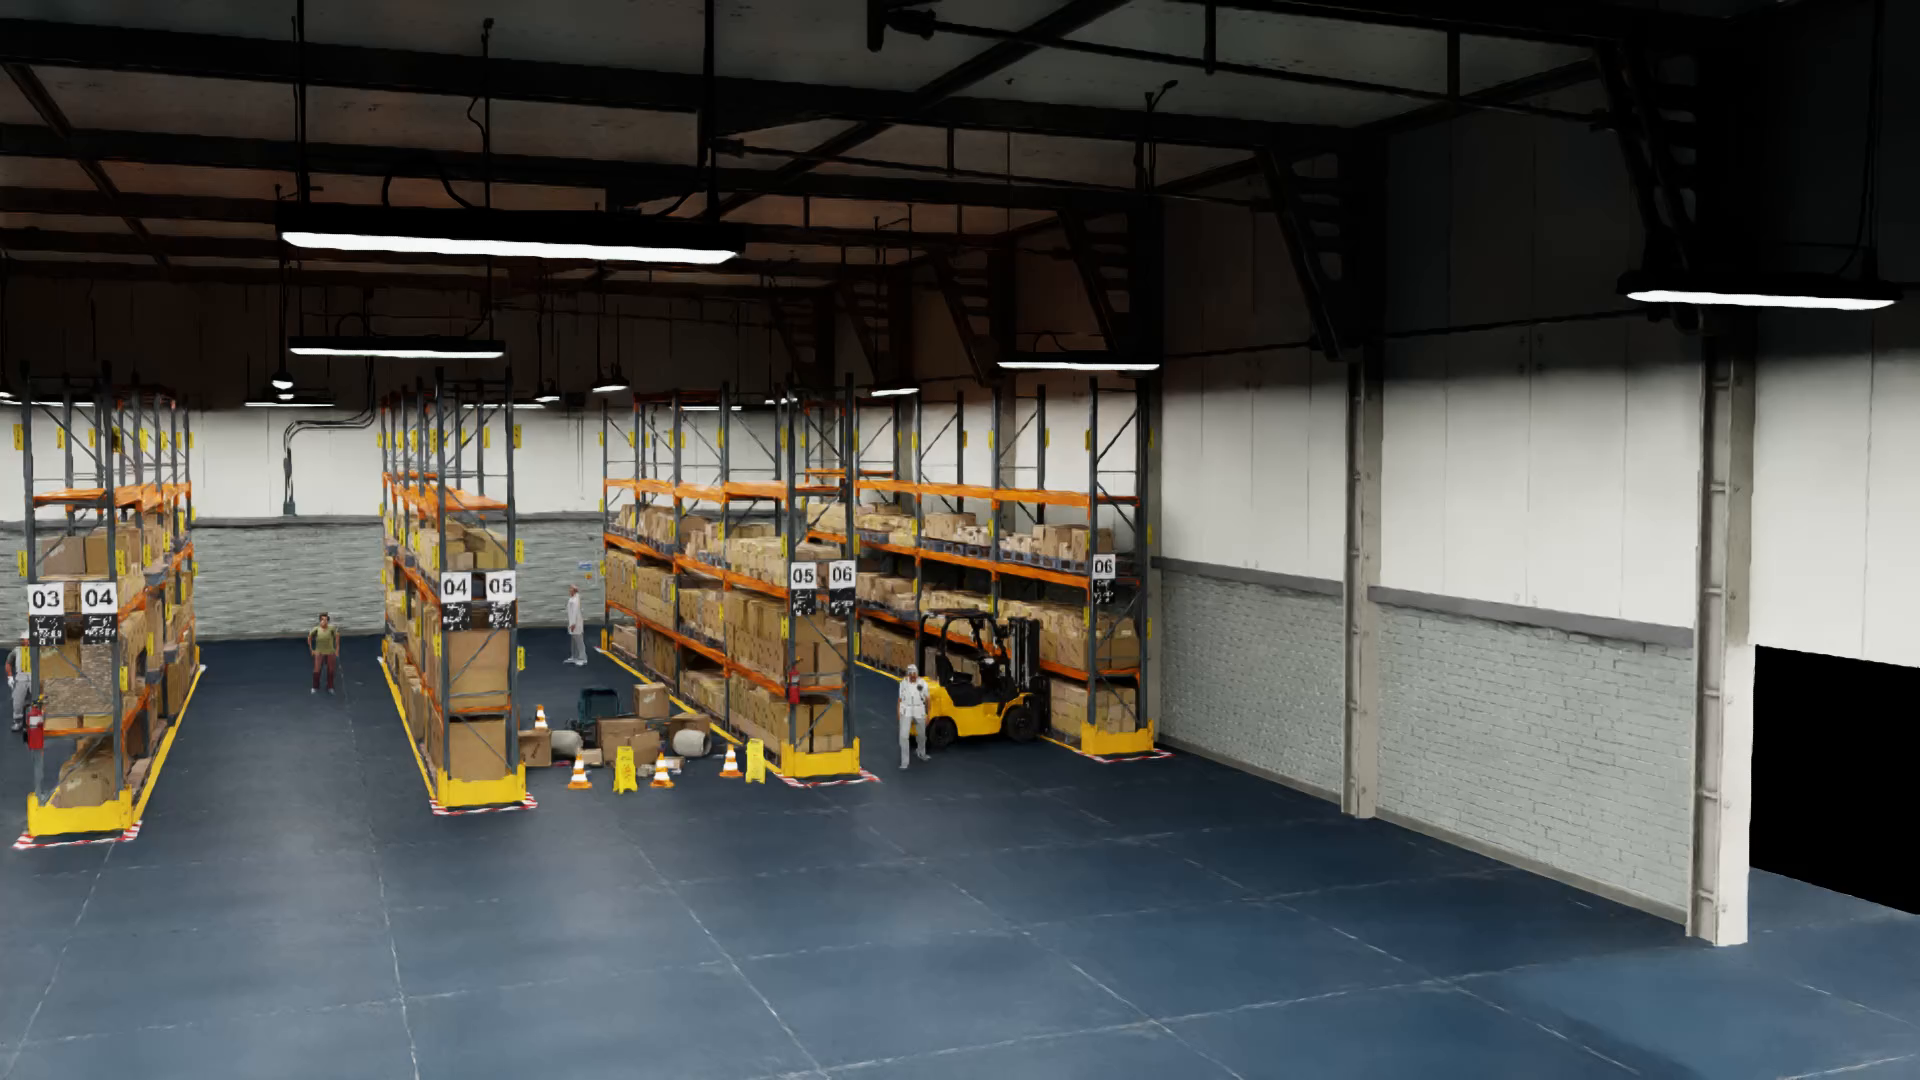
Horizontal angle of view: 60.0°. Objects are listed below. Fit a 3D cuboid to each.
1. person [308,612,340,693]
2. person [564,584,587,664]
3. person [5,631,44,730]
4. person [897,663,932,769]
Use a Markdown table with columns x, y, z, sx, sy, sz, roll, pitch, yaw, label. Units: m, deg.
| x | y | z | sx | sy | sz | roll | pitch | yaw | label |
| --- | --- | --- | --- | --- | --- | --- | --- | --- | --- |
| -12.546 | 2.227 | 32.813 | 0.598 | 1.619 | 0.507 | -2 | 4 | -24 | person |
| -8.585 | 1.870 | 37.106 | 0.515 | 1.777 | 0.634 | -1 | 4 | -14 | person |
| -16.021 | 2.421 | 28.586 | 0.677 | 1.742 | 0.552 | -1 | 4 | -23 | person |
| -0.696 | 2.665 | 25.497 | 0.533 | 1.597 | 0.934 | 0 | 3 | -2 | person |
